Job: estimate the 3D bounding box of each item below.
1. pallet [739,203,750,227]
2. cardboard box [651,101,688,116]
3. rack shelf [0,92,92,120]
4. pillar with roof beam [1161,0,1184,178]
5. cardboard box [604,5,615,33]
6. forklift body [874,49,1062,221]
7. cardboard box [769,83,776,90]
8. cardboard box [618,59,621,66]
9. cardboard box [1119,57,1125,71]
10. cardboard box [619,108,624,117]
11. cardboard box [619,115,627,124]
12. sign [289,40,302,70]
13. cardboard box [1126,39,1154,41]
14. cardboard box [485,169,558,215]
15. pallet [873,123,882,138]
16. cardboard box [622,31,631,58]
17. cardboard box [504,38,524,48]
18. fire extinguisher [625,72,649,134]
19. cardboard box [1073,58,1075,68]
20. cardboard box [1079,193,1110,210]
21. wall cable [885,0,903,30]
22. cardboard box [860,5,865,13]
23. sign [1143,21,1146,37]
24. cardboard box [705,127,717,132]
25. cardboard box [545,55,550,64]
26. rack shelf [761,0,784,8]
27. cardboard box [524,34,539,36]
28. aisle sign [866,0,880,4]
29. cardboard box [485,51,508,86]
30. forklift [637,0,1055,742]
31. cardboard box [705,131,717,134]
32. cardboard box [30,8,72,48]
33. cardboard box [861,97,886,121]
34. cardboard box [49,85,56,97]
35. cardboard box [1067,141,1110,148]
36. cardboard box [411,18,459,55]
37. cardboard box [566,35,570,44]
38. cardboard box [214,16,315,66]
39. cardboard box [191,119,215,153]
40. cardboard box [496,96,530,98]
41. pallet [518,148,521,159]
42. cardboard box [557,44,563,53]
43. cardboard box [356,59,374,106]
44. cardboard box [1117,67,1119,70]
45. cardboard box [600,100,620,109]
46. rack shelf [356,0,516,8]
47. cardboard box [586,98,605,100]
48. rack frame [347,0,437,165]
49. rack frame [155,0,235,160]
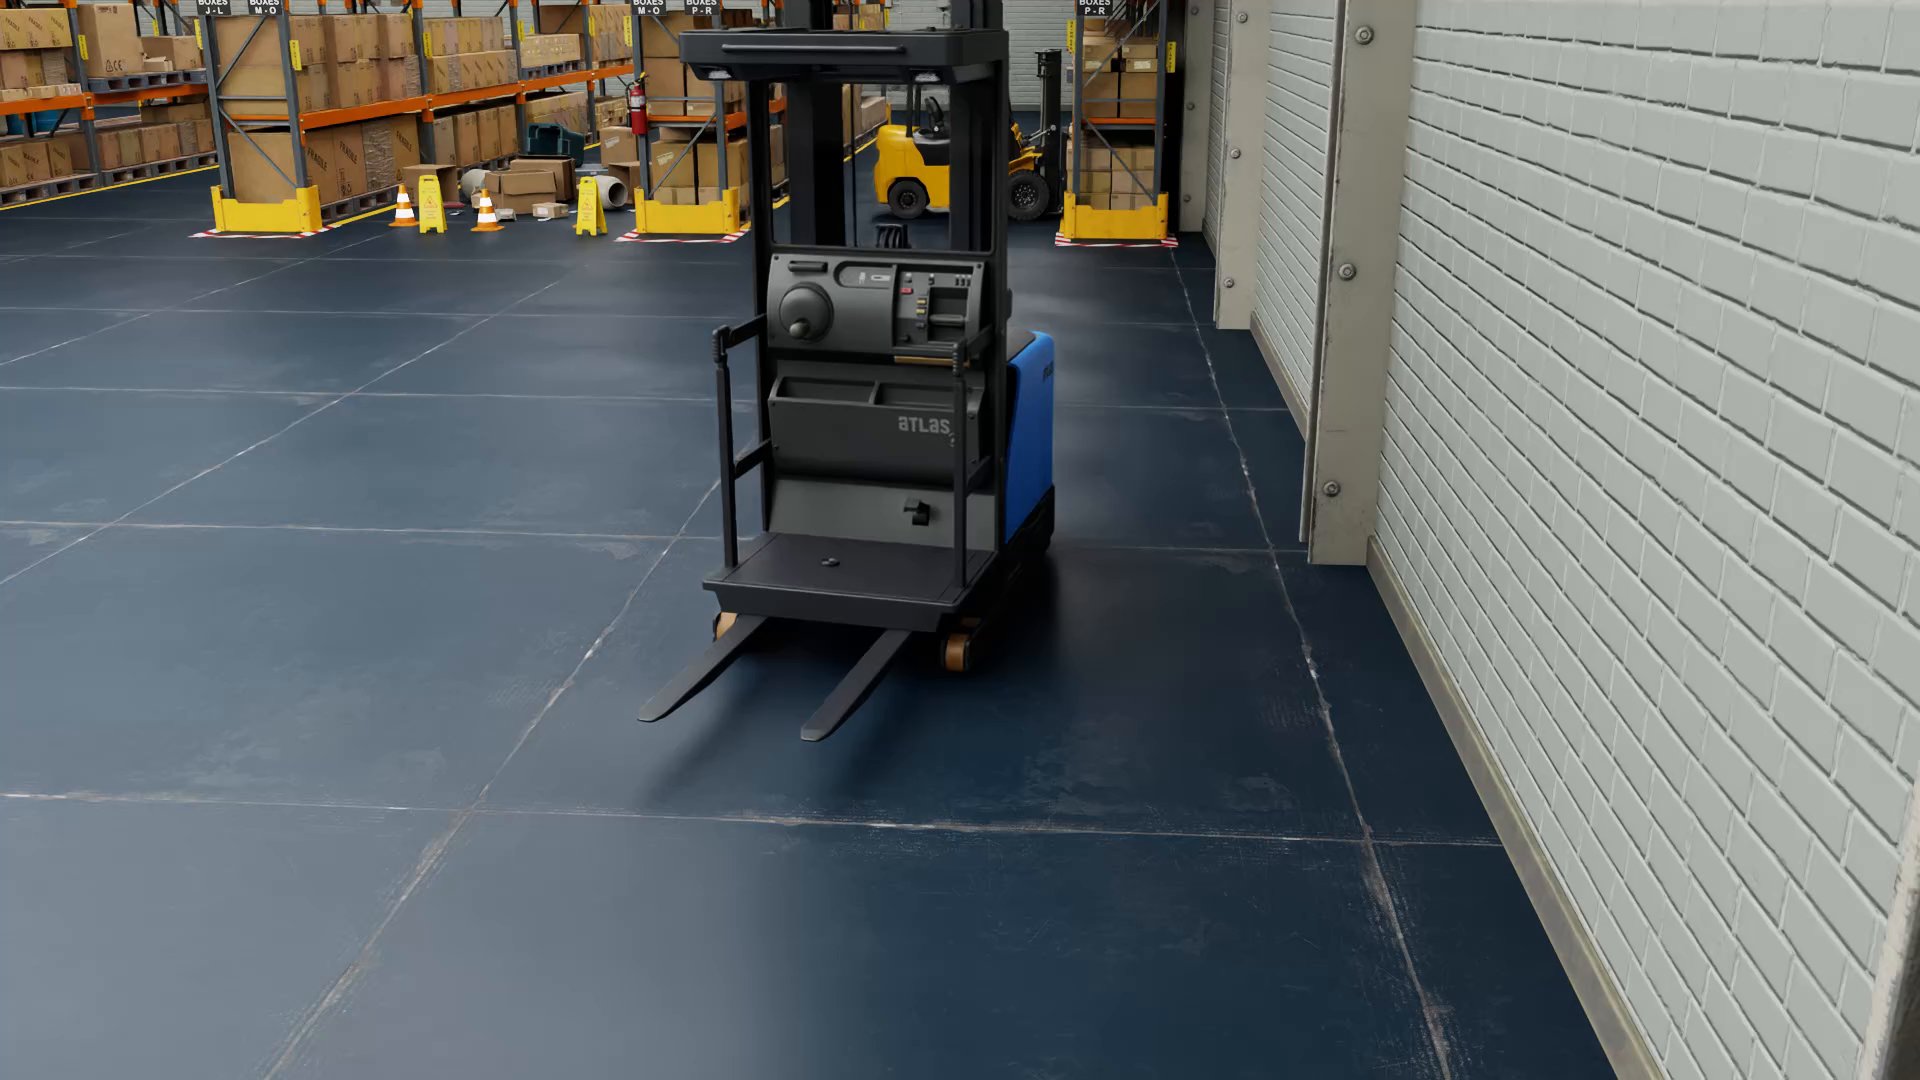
[{"bbox_3d":[-3.079,-3.958,20.164,1.003,0.211,1.213,1,18,4],"label":"pallet"},{"bbox_3d":[-3.364,-5.010,19.298,0.380,0.149,0.250,2,18,6],"label":"cardboard box"},{"bbox_3d":[-12.919,-5.509,21.573,1.077,0.370,4.000,1,18,4],"label":"rack shelf"},{"bbox_3d":[-1.142,-9.905,24.200,9.100,9.000,0.400,1,18,4],"label":"pillar with roof beam"},{"bbox_3d":[-6.898,-9.930,31.667,0.500,0.500,0.500,2,18,5],"label":"cardboard box"},{"bbox_3d":[0.090,-5.125,20.609,2.313,2.155,1.214,1,18,4],"label":"forklift body"},{"bbox_3d":[-2.705,-6.136,21.693,0.500,0.500,0.500,2,18,6],"label":"cardboard box"},{"bbox_3d":[-6.897,-9.431,32.792,0.380,0.149,0.250,1,18,2],"label":"cardboard box"},{"bbox_3d":[2.011,-5.432,18.981,0.380,0.149,0.250,1,18,4],"label":"cardboard box"},{"bbox_3d":[-6.817,-8.384,32.620,0.380,0.149,0.250,1,18,4],"label":"cardboard box"},{"bbox_3d":[-6.827,-8.329,32.928,0.380,0.149,0.250,2,18,5],"label":"cardboard box"},{"bbox_3d":[-7.569,-5.522,18.941,0.100,0.325,0.005,1,18,4],"label":"sign"},{"bbox_3d":[2.215,-6.135,20.649,0.380,0.149,0.250,1,18,3],"label":"cardboard box"},{"bbox_3d":[-5.577,-4.424,21.116,0.797,0.503,0.637,-13,22,-34],"label":"cardboard box"},{"bbox_3d":[-2.100,-8.024,32.573,1.003,0.211,1.213,1,18,4],"label":"pallet"},{"bbox_3d":[-6.820,-9.783,32.822,0.500,0.500,0.500,1,18,4],"label":"cardboard box"},{"bbox_3d":[-7.322,-8.075,27.024,0.380,0.149,0.250,1,18,4],"label":"cardboard box"},{"bbox_3d":[-3.646,-4.946,18.825,0.296,0.674,0.183,1,18,4],"label":"fire extinguisher"},{"bbox_3d":[2.011,-7.676,26.760,0.380,0.149,0.250,2,18,5],"label":"cardboard box"},{"bbox_3d":[1.492,-3.944,19.385,0.500,0.250,0.500,1,18,4],"label":"cardboard box"},{"bbox_3d":[-1.650,-12.227,39.238,0.585,1.953,0.123,1,18,4],"label":"wall cable"},{"bbox_3d":[-1.978,-9.894,30.994,0.380,0.149,0.250,1,18,4],"label":"cardboard box"},{"bbox_3d":[2.901,-7.922,25.923,0.100,0.325,0.005,1,18,4],"label":"sign"},{"bbox_3d":[-3.323,-5.350,21.428,0.380,0.149,0.250,2,18,7],"label":"cardboard box"},{"bbox_3d":[-7.222,-8.198,28.355,0.380,0.149,0.250,2,18,5],"label":"cardboard box"},{"bbox_3d":[-2.748,-7.955,24.222,1.077,0.370,4.000,1,18,4],"label":"rack shelf"},{"bbox_3d":[-7.763,-8.978,29.780,0.380,0.149,0.250,2,18,5],"label":"cardboard box"},{"bbox_3d":[-1.716,-11.228,33.697,0.394,0.787,0.004,1,18,4],"label":"aisle sign"},{"bbox_3d":[-7.350,-7.319,25.780,0.500,0.500,0.500,1,18,4],"label":"cardboard box"},{"bbox_3d":[-0.408,-0.983,6.716,1.130,2.935,3.031,5,19,14],"label":"forklift"},{"bbox_3d":[-3.268,-4.995,21.387,0.500,0.500,0.500,2,18,7],"label":"cardboard box"},{"bbox_3d":[-12.533,-6.990,22.693,0.500,0.500,0.500,1,18,4],"label":"cardboard box"},{"bbox_3d":[-1.978,-8.752,33.756,0.875,0.438,0.875,1,18,2],"label":"cardboard box"},{"bbox_3d":[-12.603,-6.125,22.702,0.380,0.149,0.250,1,18,4],"label":"cardboard box"},{"bbox_3d":[1.526,-4.575,19.704,0.500,0.250,0.500,2,18,5],"label":"cardboard box"},{"bbox_3d":[-7.734,-7.323,24.189,0.700,0.500,0.500,1,18,4],"label":"cardboard box"},{"bbox_3d":[-7.135,-8.884,29.493,0.380,0.149,0.250,1,18,2],"label":"cardboard box"},{"bbox_3d":[-8.057,-5.786,19.289,0.875,0.550,0.550,1,18,4],"label":"cardboard box"},{"bbox_3d":[-12.517,-6.527,26.832,0.700,0.500,0.500,0,18,1],"label":"cardboard box"},{"bbox_3d":[-7.684,-7.473,28.547,0.500,0.250,0.500,2,18,5],"label":"cardboard box"},{"bbox_3d":[-7.491,-6.489,27.889,1.003,0.211,1.213,1,18,4],"label":"pallet"},{"bbox_3d":[-7.167,-8.583,29.051,0.380,0.149,0.250,0,18,1],"label":"cardboard box"},{"bbox_3d":[-7.961,-5.783,21.013,0.875,0.550,0.500,1,18,4],"label":"cardboard box"},{"bbox_3d":[2.133,-5.412,19.963,0.500,0.500,0.500,1,18,3],"label":"cardboard box"},{"bbox_3d":[-6.893,-8.529,32.583,0.380,0.149,0.250,1,18,4],"label":"cardboard box"},{"bbox_3d":[-7.692,-8.034,24.463,1.077,0.370,4.000,1,18,4],"label":"rack shelf"},{"bbox_3d":[-7.333,-8.786,33.369,0.380,0.149,0.250,0,18,1],"label":"cardboard box"},{"bbox_3d":[-7.836,-6.330,22.922,1.000,3.000,0.127,1,18,4],"label":"rack frame"},{"bbox_3d":[-12.489,-7.714,27.148,1.000,3.000,0.127,1,18,4],"label":"rack frame"}]
